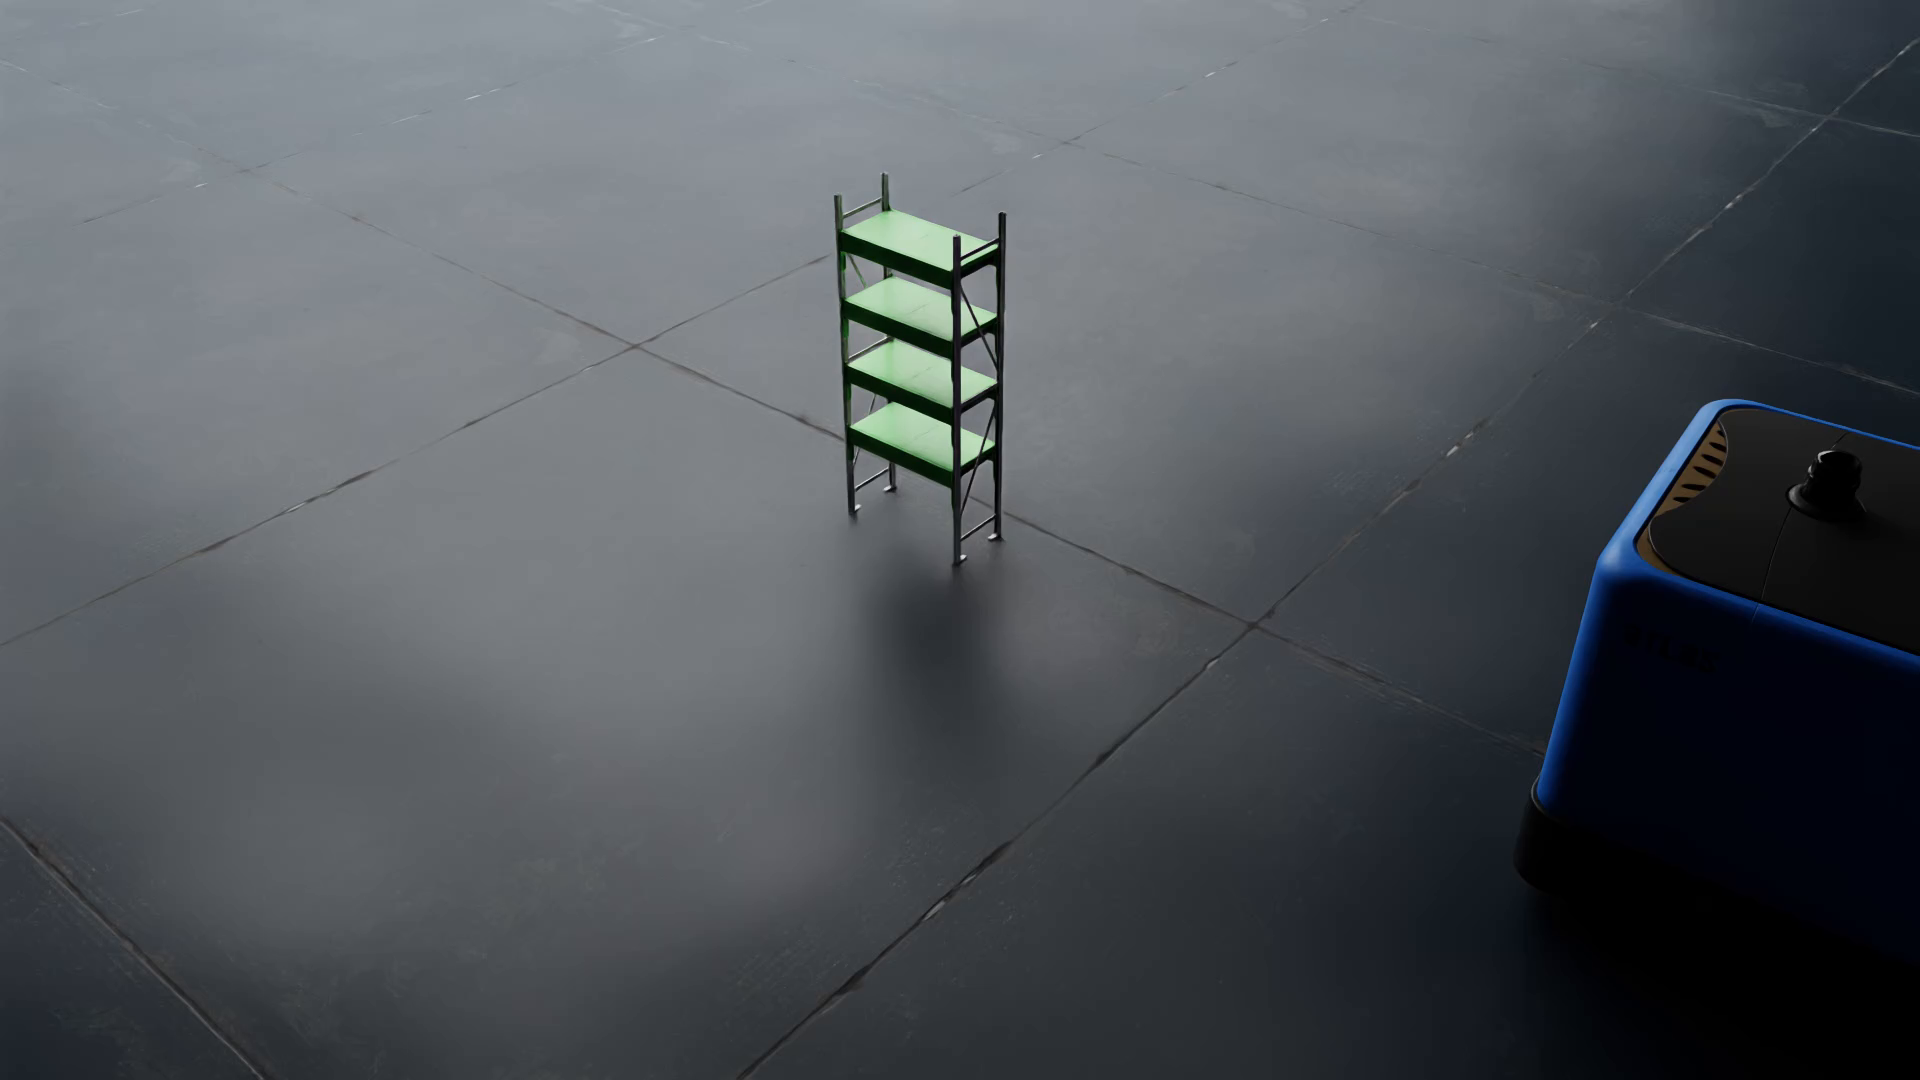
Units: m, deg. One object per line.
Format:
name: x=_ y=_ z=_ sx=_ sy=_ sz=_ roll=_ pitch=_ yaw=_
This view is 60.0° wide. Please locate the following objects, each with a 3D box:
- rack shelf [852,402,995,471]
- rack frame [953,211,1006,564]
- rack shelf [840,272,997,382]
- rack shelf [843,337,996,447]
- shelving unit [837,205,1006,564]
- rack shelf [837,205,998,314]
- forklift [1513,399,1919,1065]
rack shelf: x=-0.127 y=-0.348 z=5.659 sx=0.457 sy=0.021 sz=0.221 roll=25 pitch=42 yaw=32
rack frame: x=0.060 y=-0.466 z=5.388 sx=0.015 sy=1.200 sz=0.240 roll=25 pitch=42 yaw=32
rack shelf: x=-0.127 y=-0.700 z=5.417 sx=0.480 sy=0.148 sz=0.258 roll=25 pitch=42 yaw=32
rack shelf: x=-0.127 y=-0.502 z=5.553 sx=0.480 sy=0.148 sz=0.258 roll=25 pitch=42 yaw=32
shelving unit: x=-0.123 y=-0.552 z=5.514 sx=0.492 sy=1.200 sz=0.258 roll=25 pitch=42 yaw=32
rack shelf: x=-0.127 y=-0.898 z=5.282 sx=0.480 sy=0.148 sz=0.258 roll=25 pitch=42 yaw=32
forklift: x=2.960 y=-0.018 z=3.207 sx=3.031 sy=2.935 sz=1.130 roll=22 pitch=40 yaw=28
